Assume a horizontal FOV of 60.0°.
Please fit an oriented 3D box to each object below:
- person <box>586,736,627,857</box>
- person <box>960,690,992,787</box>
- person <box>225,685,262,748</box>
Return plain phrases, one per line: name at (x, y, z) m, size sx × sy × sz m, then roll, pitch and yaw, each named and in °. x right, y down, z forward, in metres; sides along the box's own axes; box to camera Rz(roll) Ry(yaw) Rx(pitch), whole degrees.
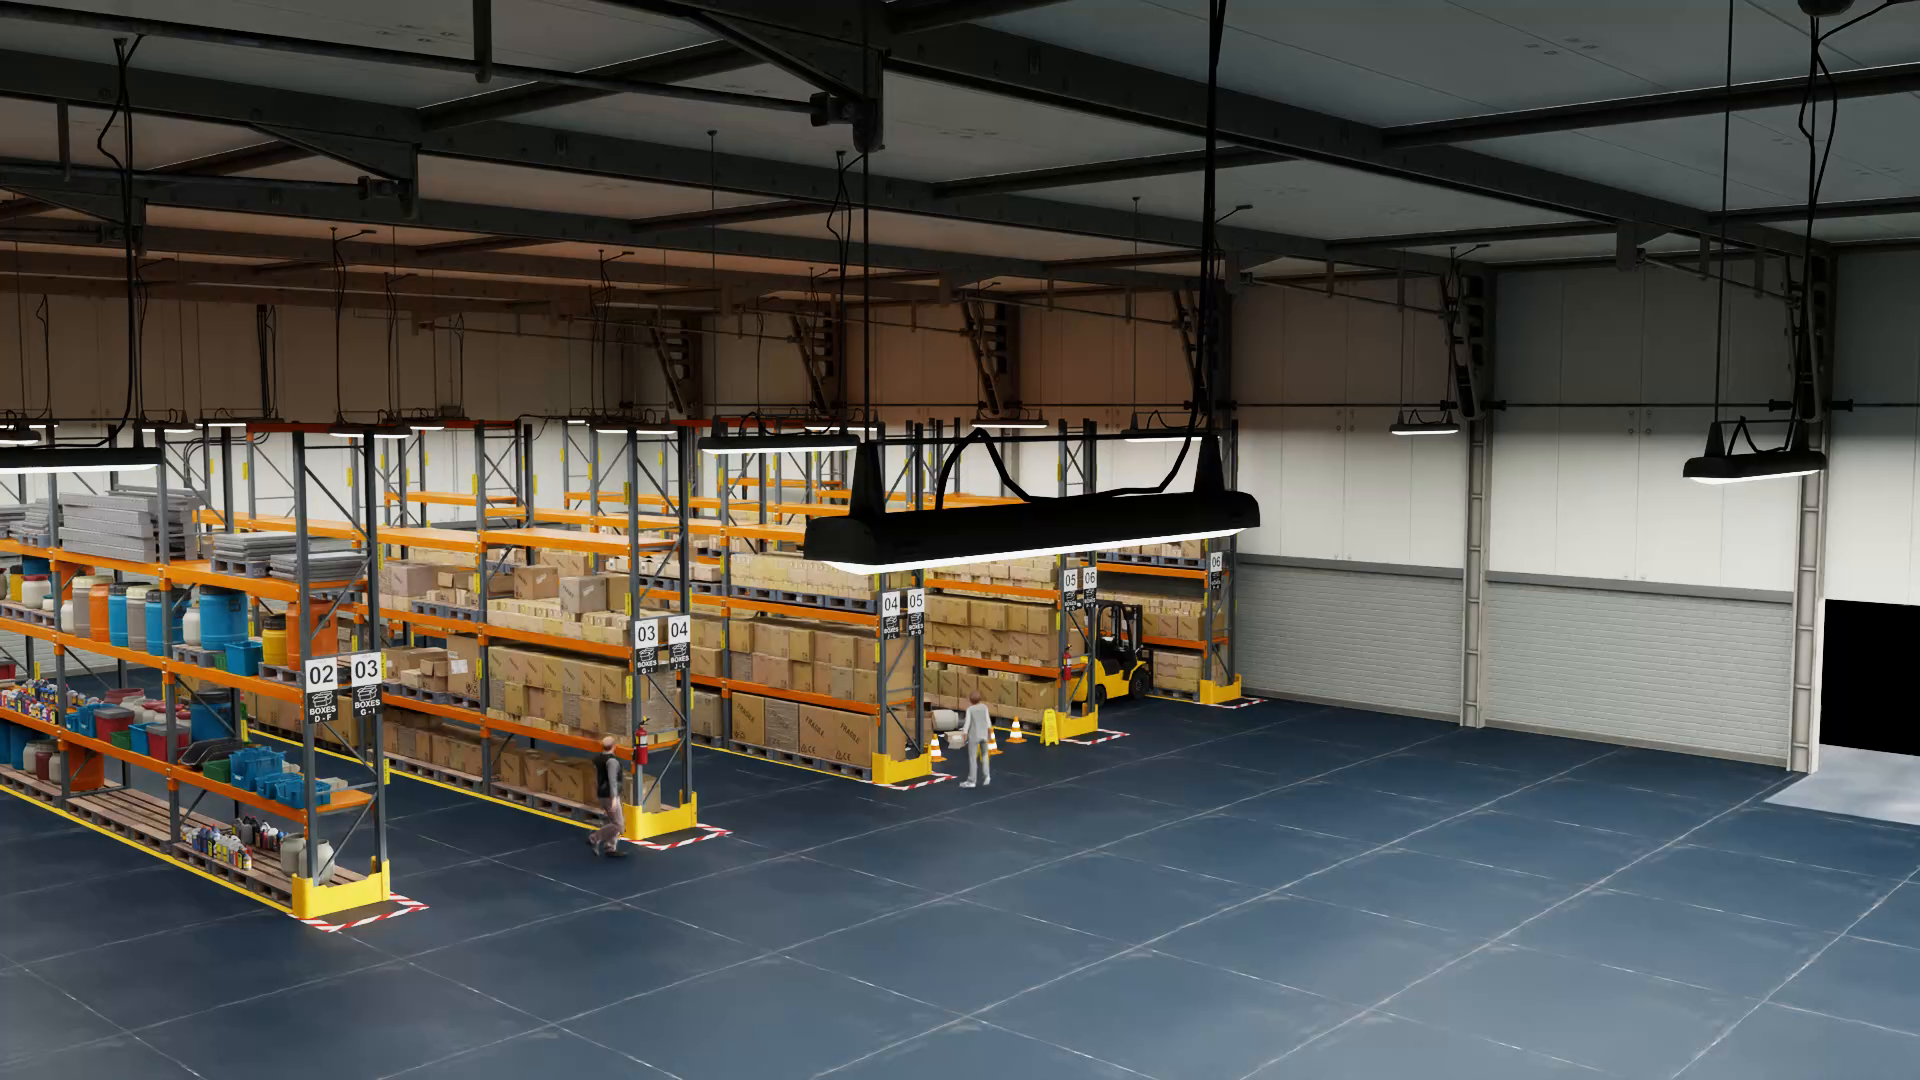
person at (-4.931, 3.586, 23.146) m, size 0.553 × 1.693 × 0.552 m, roll -1°, pitch 5°, yaw -9°
person at (0.290, 3.282, 27.466) m, size 0.542 × 1.601 × 0.354 m, roll -2°, pitch 5°, yaw -26°
person at (-13.170, 2.968, 30.309) m, size 0.634 × 1.785 × 0.566 m, roll 0°, pitch 5°, yaw 5°
